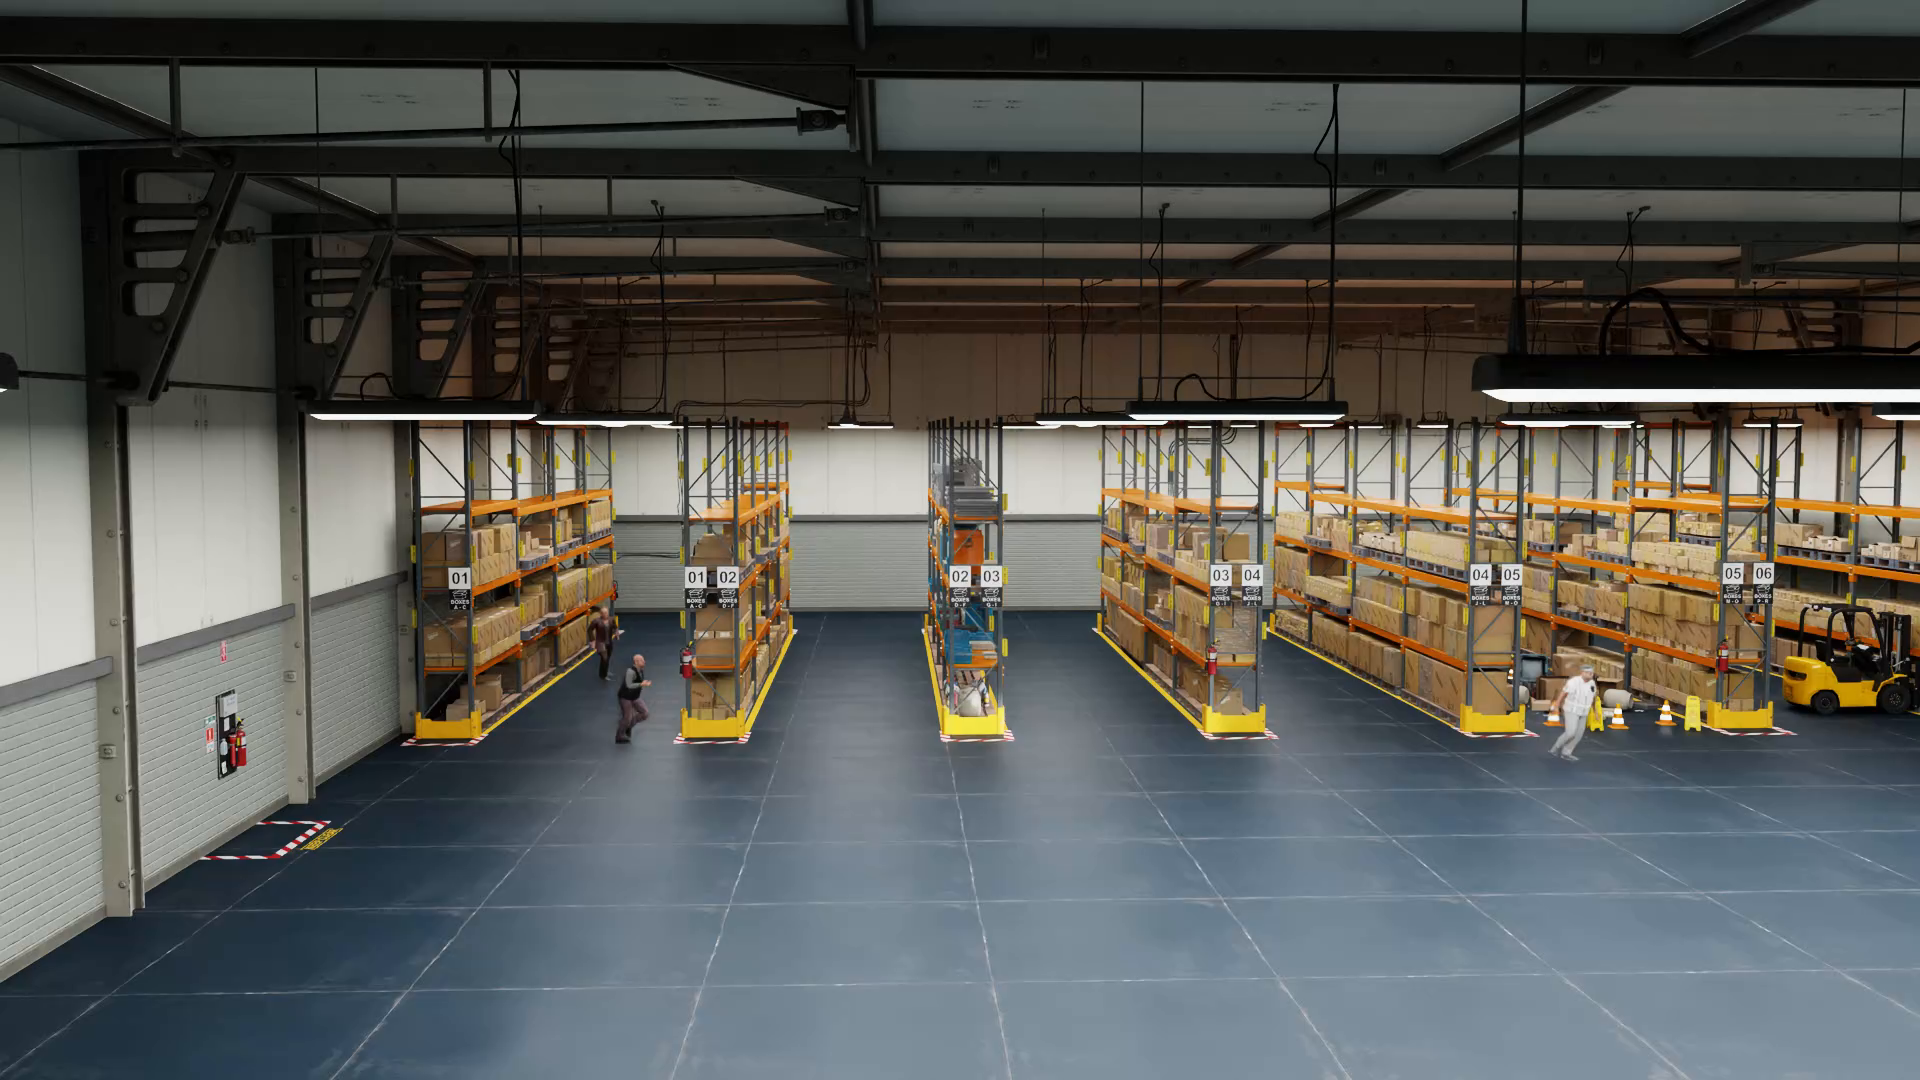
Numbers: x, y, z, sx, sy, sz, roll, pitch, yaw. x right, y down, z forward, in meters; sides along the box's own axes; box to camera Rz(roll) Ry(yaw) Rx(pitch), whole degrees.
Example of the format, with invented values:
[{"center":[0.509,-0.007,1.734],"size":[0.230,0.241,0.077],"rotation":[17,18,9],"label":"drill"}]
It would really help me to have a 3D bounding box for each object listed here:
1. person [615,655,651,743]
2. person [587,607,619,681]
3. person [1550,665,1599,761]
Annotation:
[{"center":[-5.962,2.903,30.401],"size":[0.795,1.641,0.635],"rotation":[1,4,20],"label":"person"},{"center":[-8.158,2.405,38.268],"size":[0.900,1.741,0.720],"rotation":[3,5,40],"label":"person"},{"center":[10.671,2.993,28.881],"size":[0.708,1.706,0.605],"rotation":[-1,4,-21],"label":"person"}]
